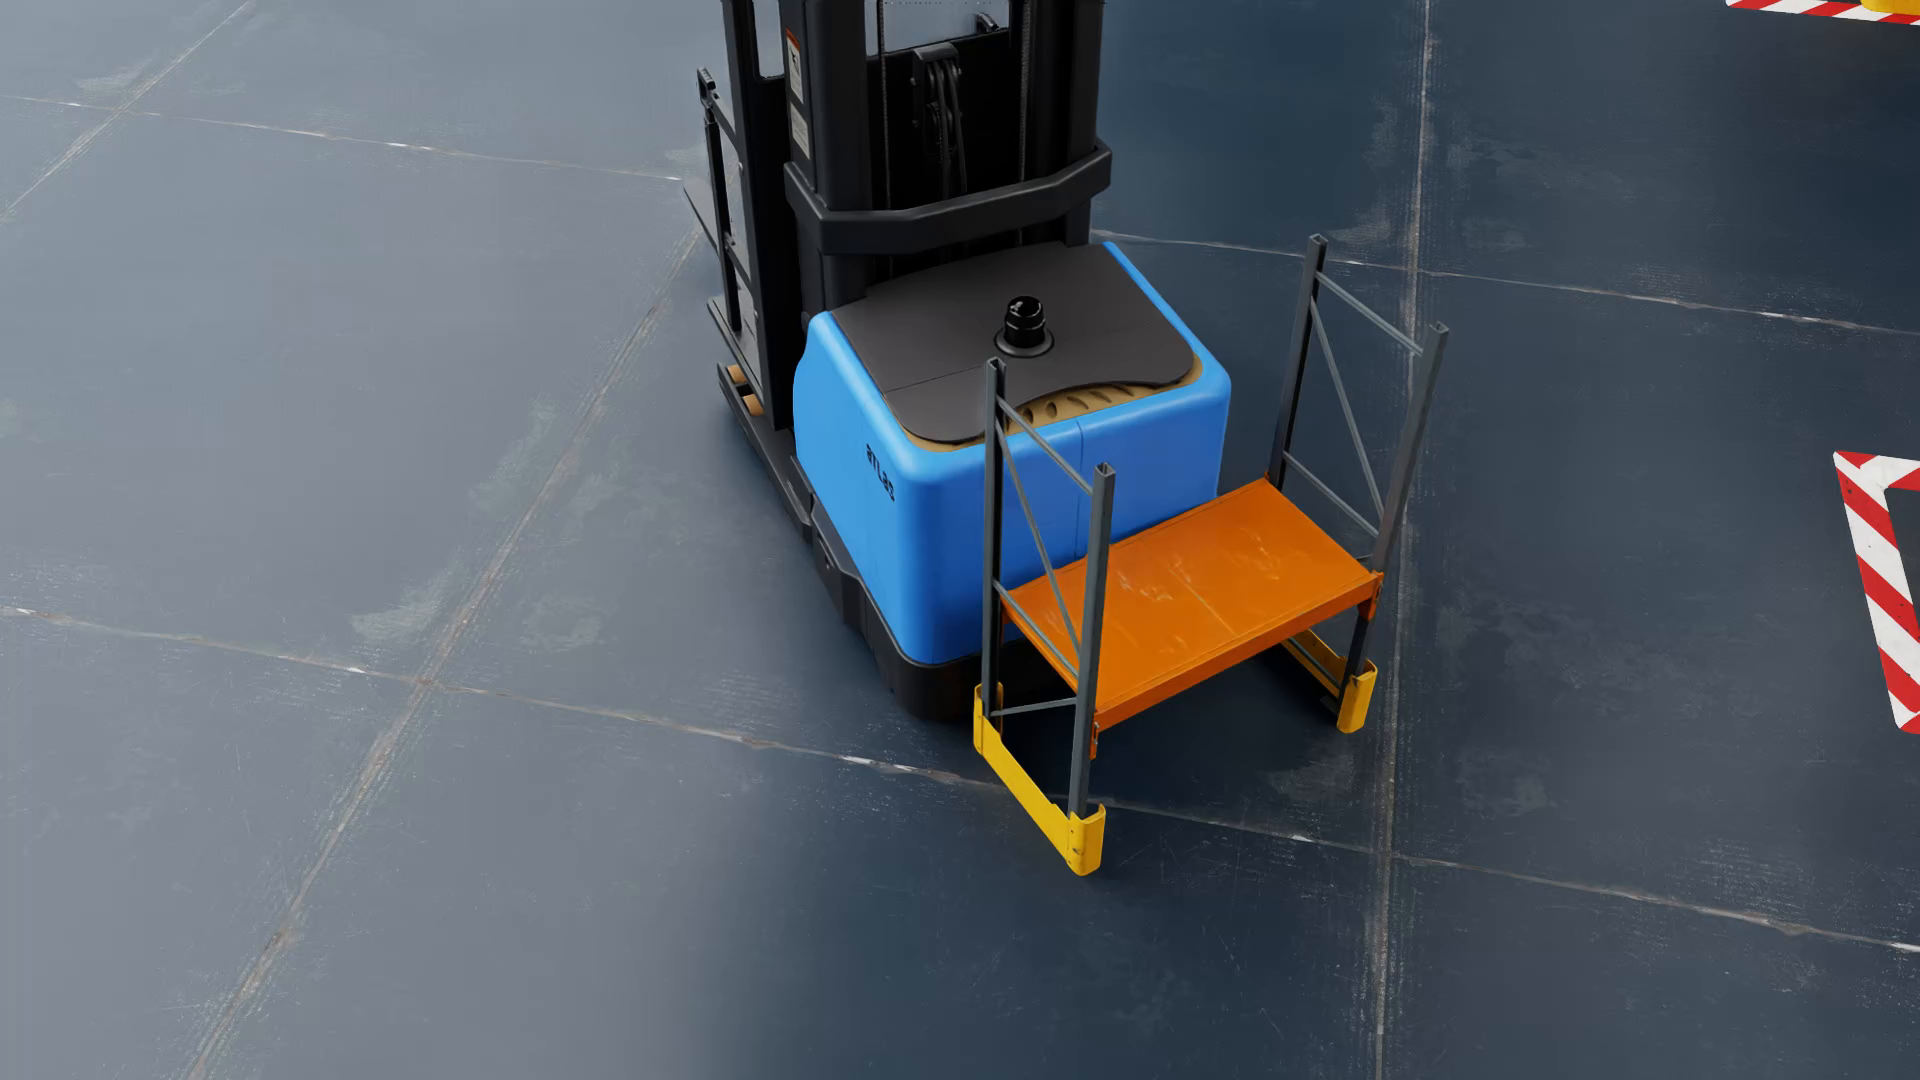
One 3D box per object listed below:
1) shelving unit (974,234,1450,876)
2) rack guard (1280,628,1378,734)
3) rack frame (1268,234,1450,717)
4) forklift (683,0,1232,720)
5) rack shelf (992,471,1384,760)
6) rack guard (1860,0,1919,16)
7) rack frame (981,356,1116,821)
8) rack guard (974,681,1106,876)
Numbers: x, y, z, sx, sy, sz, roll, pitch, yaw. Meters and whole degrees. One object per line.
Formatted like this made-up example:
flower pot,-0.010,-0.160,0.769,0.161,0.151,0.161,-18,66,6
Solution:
shelving unit,0.647,0.057,4.609,1.083,1.500,0.587,-23,49,-22
rack guard,1.070,0.325,5.231,0.087,0.250,0.587,-23,49,-22
rack frame,1.072,-0.125,4.797,0.032,1.500,0.500,-23,49,-22
forklift,-0.257,-1.540,5.236,1.130,2.935,3.031,-17,46,-17
rack shelf,0.639,0.190,4.730,1.000,0.185,0.538,-23,49,-22
rack guard,4.969,-3.284,8.802,0.348,0.500,1.175,9,45,9
rack frame,0.207,0.245,4.413,0.032,1.500,0.500,-23,49,-22
rack guard,0.223,0.688,4.854,0.087,0.250,0.587,-23,49,-22
